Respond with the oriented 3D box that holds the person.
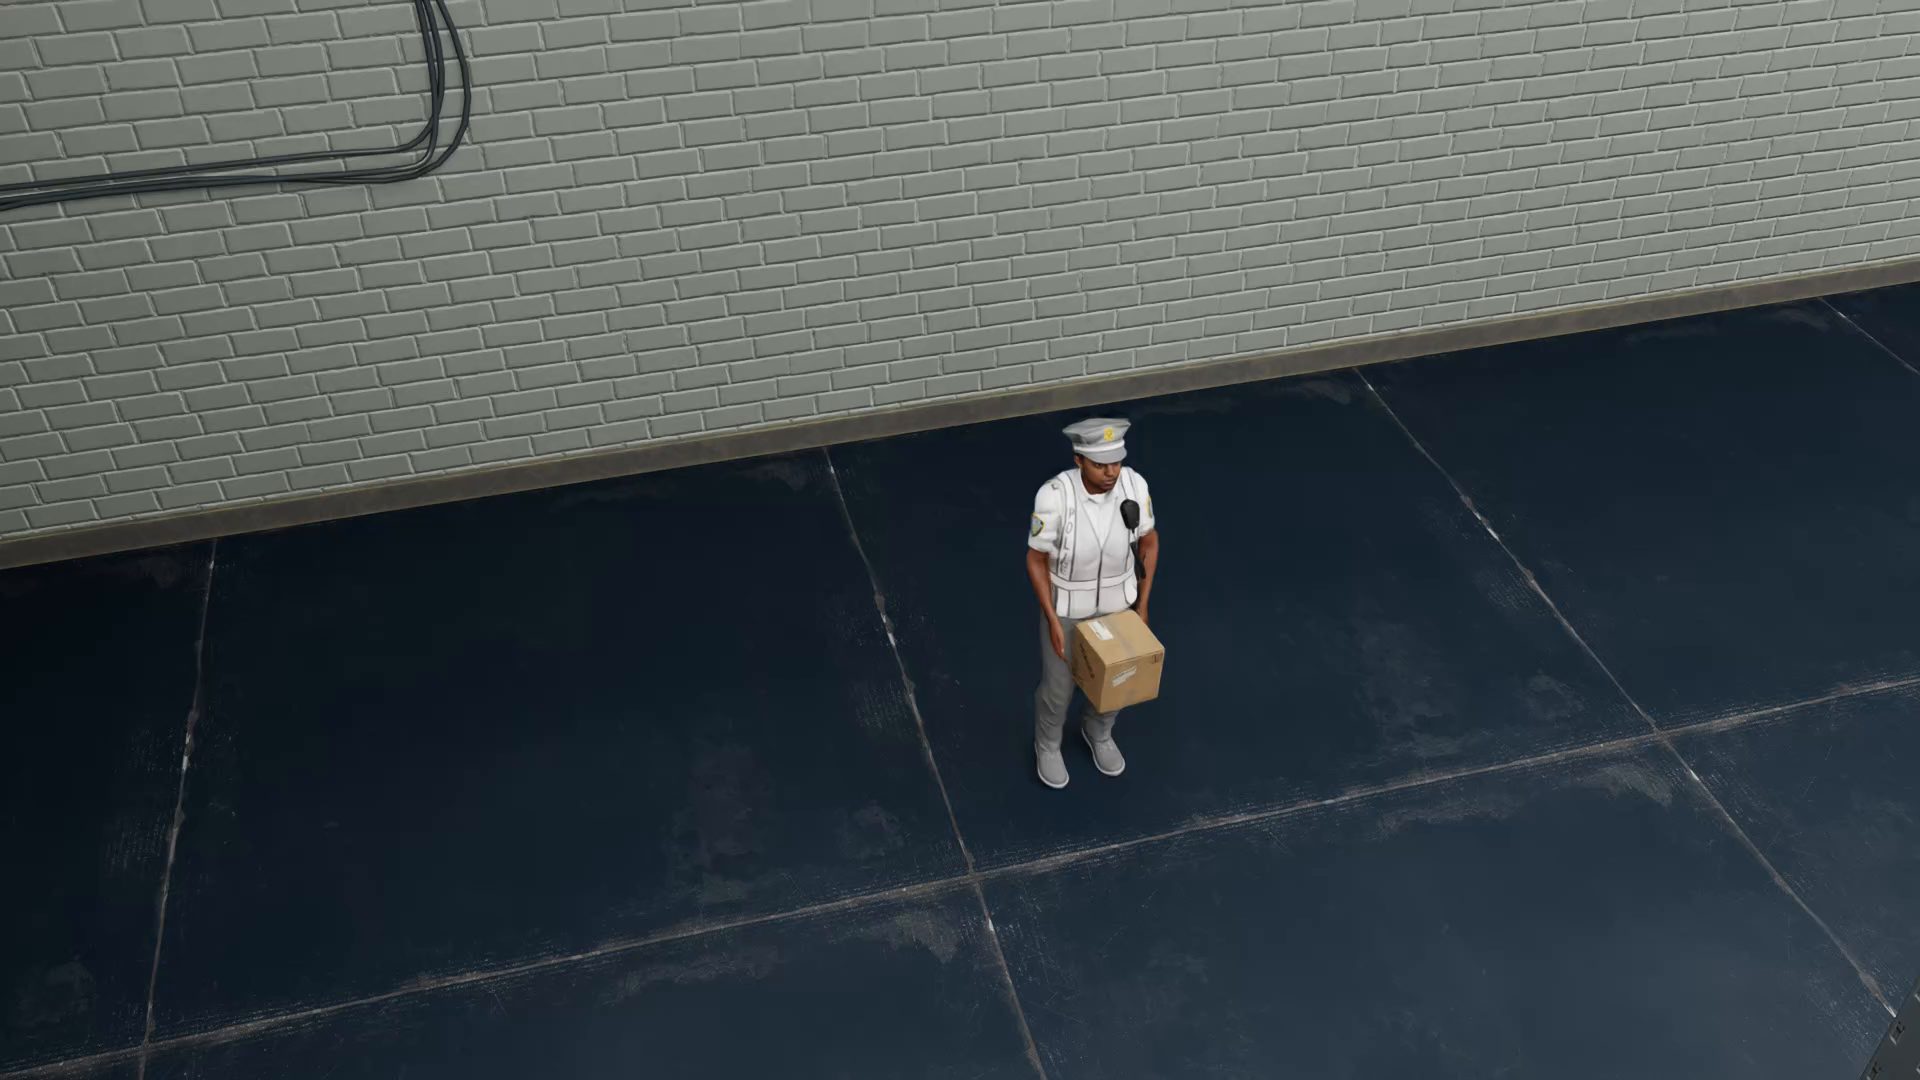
[{"bbox_3d":[0.514,0.260,6.369,0.527,1.696,0.428,-9,39,-11],"label":"person"}]
